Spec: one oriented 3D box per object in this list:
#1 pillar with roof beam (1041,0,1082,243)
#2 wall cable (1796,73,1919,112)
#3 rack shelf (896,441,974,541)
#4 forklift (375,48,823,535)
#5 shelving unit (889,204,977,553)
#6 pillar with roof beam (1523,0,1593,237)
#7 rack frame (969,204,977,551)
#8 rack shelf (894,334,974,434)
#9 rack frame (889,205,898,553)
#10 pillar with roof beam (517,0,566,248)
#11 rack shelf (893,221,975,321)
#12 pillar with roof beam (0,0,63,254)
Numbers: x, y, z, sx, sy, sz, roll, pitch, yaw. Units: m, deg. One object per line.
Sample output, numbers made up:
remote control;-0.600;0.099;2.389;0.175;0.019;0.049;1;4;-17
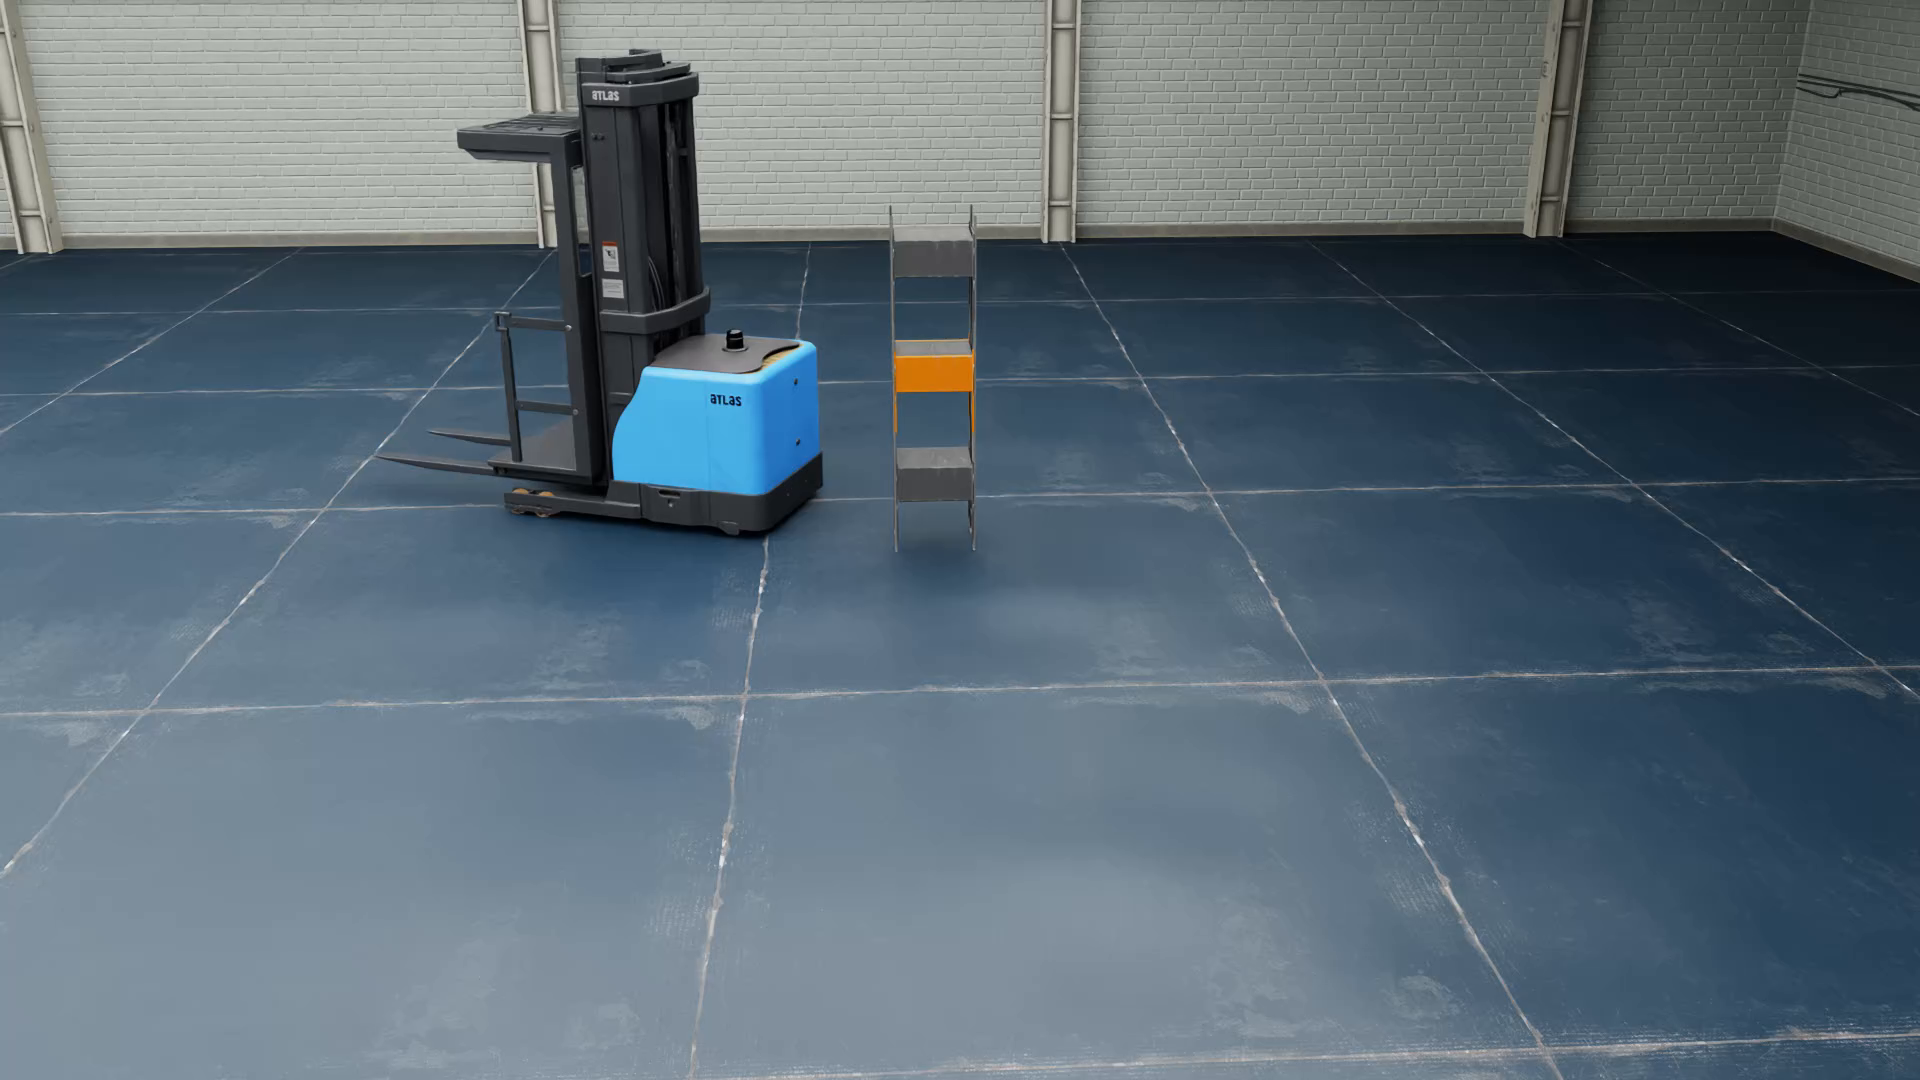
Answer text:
pillar with roof beam;1.436;-6.315;14.561;0.400;9.000;9.100;-1;21;-3
wall cable;10.197;-6.105;18.373;0.112;2.526;3.097;-1;21;-3
rack shelf;-0.165;-0.311;10.492;0.480;0.518;0.431;-1;21;-3
forklift;-2.515;-1.691;10.944;3.031;2.935;1.130;7;22;17
shelving unit;-0.165;-0.978;10.239;0.503;2.100;0.431;-1;21;-3
pillar with roof beam;7.426;-6.437;14.881;0.400;9.000;9.100;-1;21;-3
rack frame;0.078;-0.983;10.252;0.015;2.100;0.400;-1;21;-3
rack shelf;-0.165;-0.965;10.243;0.480;0.518;0.431;-1;21;-3
rack frame;-0.409;-0.973;10.226;0.015;2.100;0.400;-1;21;-3
pillar with roof beam;-4.555;-6.193;14.241;0.400;9.000;9.100;-1;21;-3
rack shelf;-0.165;-1.619;9.994;0.480;0.518;0.431;-1;21;-3
pillar with roof beam;-10.545;-6.071;13.920;0.400;9.000;9.100;-1;21;-3
